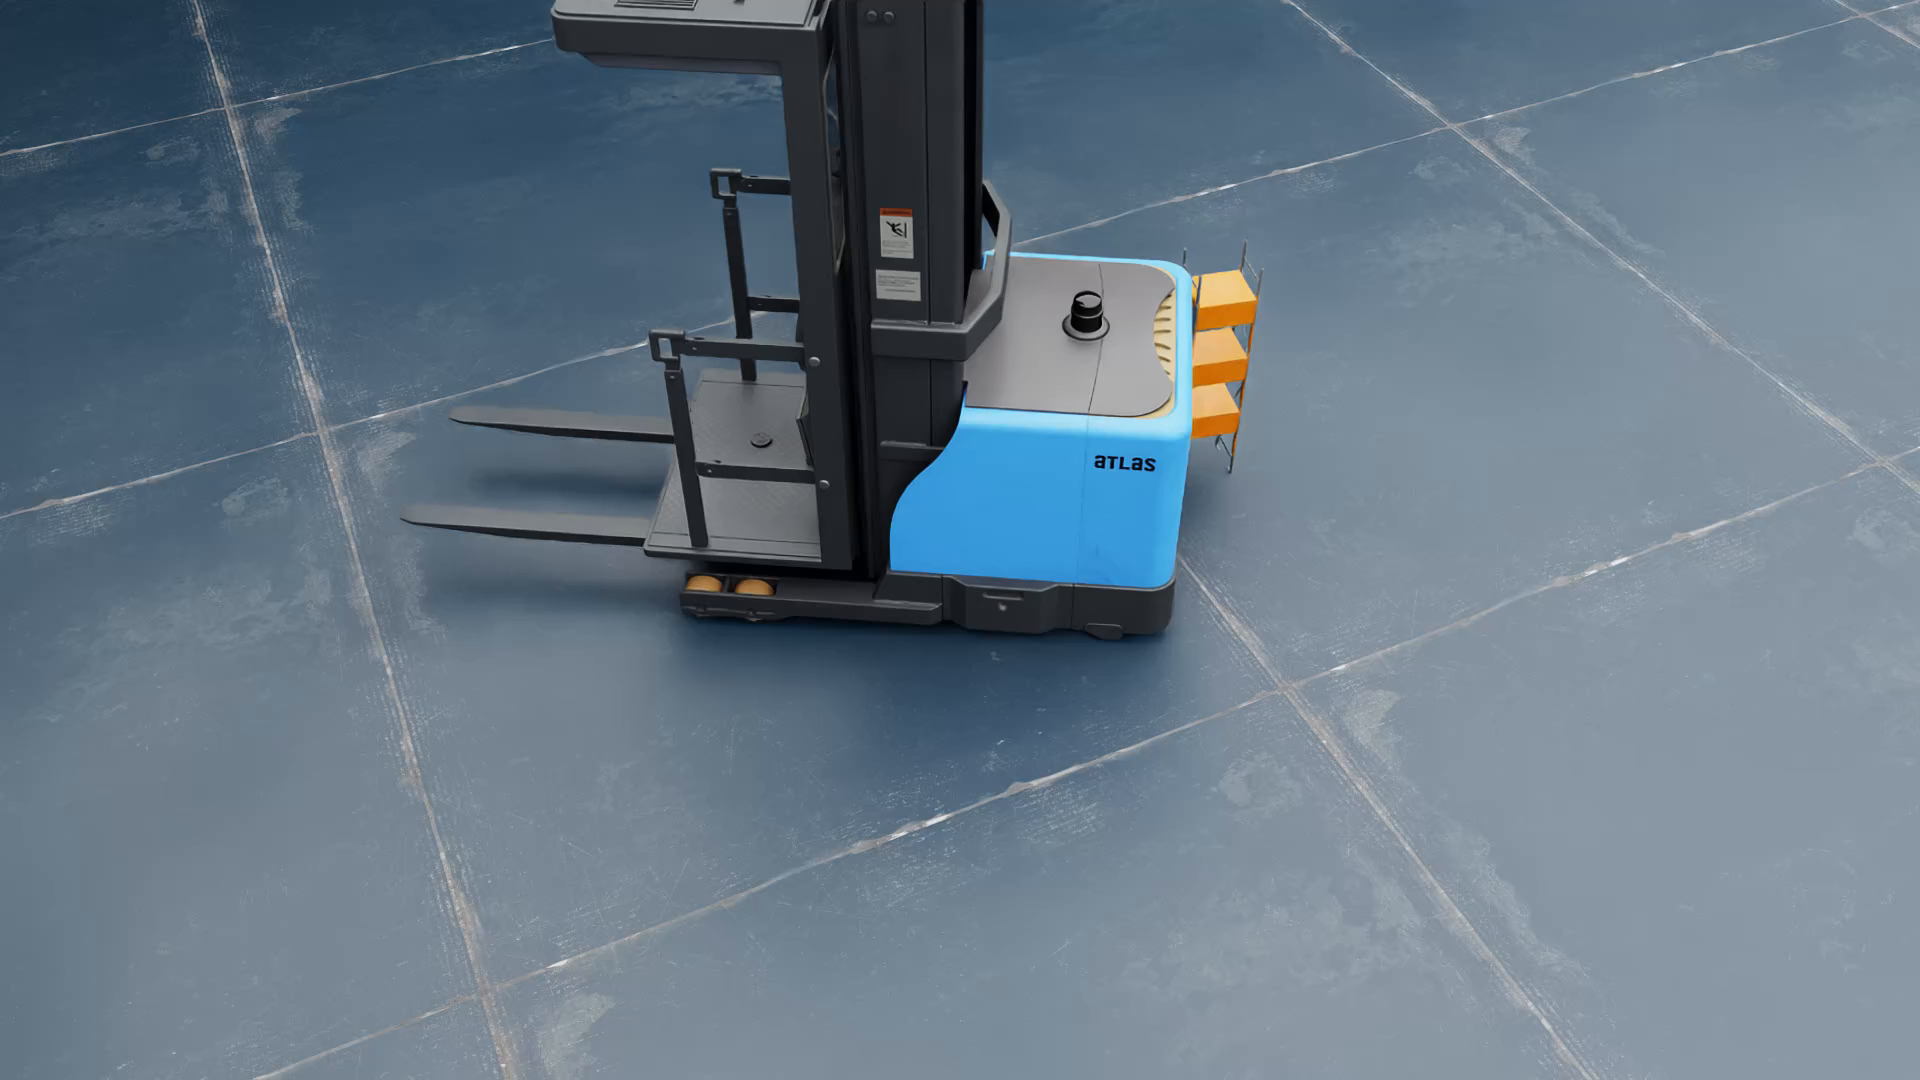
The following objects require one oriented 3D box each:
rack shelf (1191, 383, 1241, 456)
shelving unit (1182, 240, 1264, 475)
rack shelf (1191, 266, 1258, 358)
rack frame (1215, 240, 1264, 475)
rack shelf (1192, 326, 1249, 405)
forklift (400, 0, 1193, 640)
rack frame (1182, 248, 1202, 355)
[{"bbox_3d":[1.006,-0.495,6.915,0.240,0.259,0.215,-9,45,-9],"label":"rack shelf"},{"bbox_3d":[1.006,-0.700,6.712,0.252,1.050,0.215,-9,45,-9],"label":"shelving unit"},{"bbox_3d":[1.006,-0.895,6.521,0.240,0.259,0.215,-9,45,-9],"label":"rack shelf"},{"bbox_3d":[1.124,-0.719,6.732,0.008,1.050,0.200,-9,45,-9],"label":"rack frame"},{"bbox_3d":[1.006,-0.693,6.720,0.240,0.259,0.215,-9,45,-9],"label":"rack shelf"},{"bbox_3d":[-0.660,-1.099,5.776,3.031,2.935,1.130,4,45,4],"label":"forklift"},{"bbox_3d":[0.887,-0.682,6.693,0.008,1.050,0.200,-9,45,-9],"label":"rack frame"}]
